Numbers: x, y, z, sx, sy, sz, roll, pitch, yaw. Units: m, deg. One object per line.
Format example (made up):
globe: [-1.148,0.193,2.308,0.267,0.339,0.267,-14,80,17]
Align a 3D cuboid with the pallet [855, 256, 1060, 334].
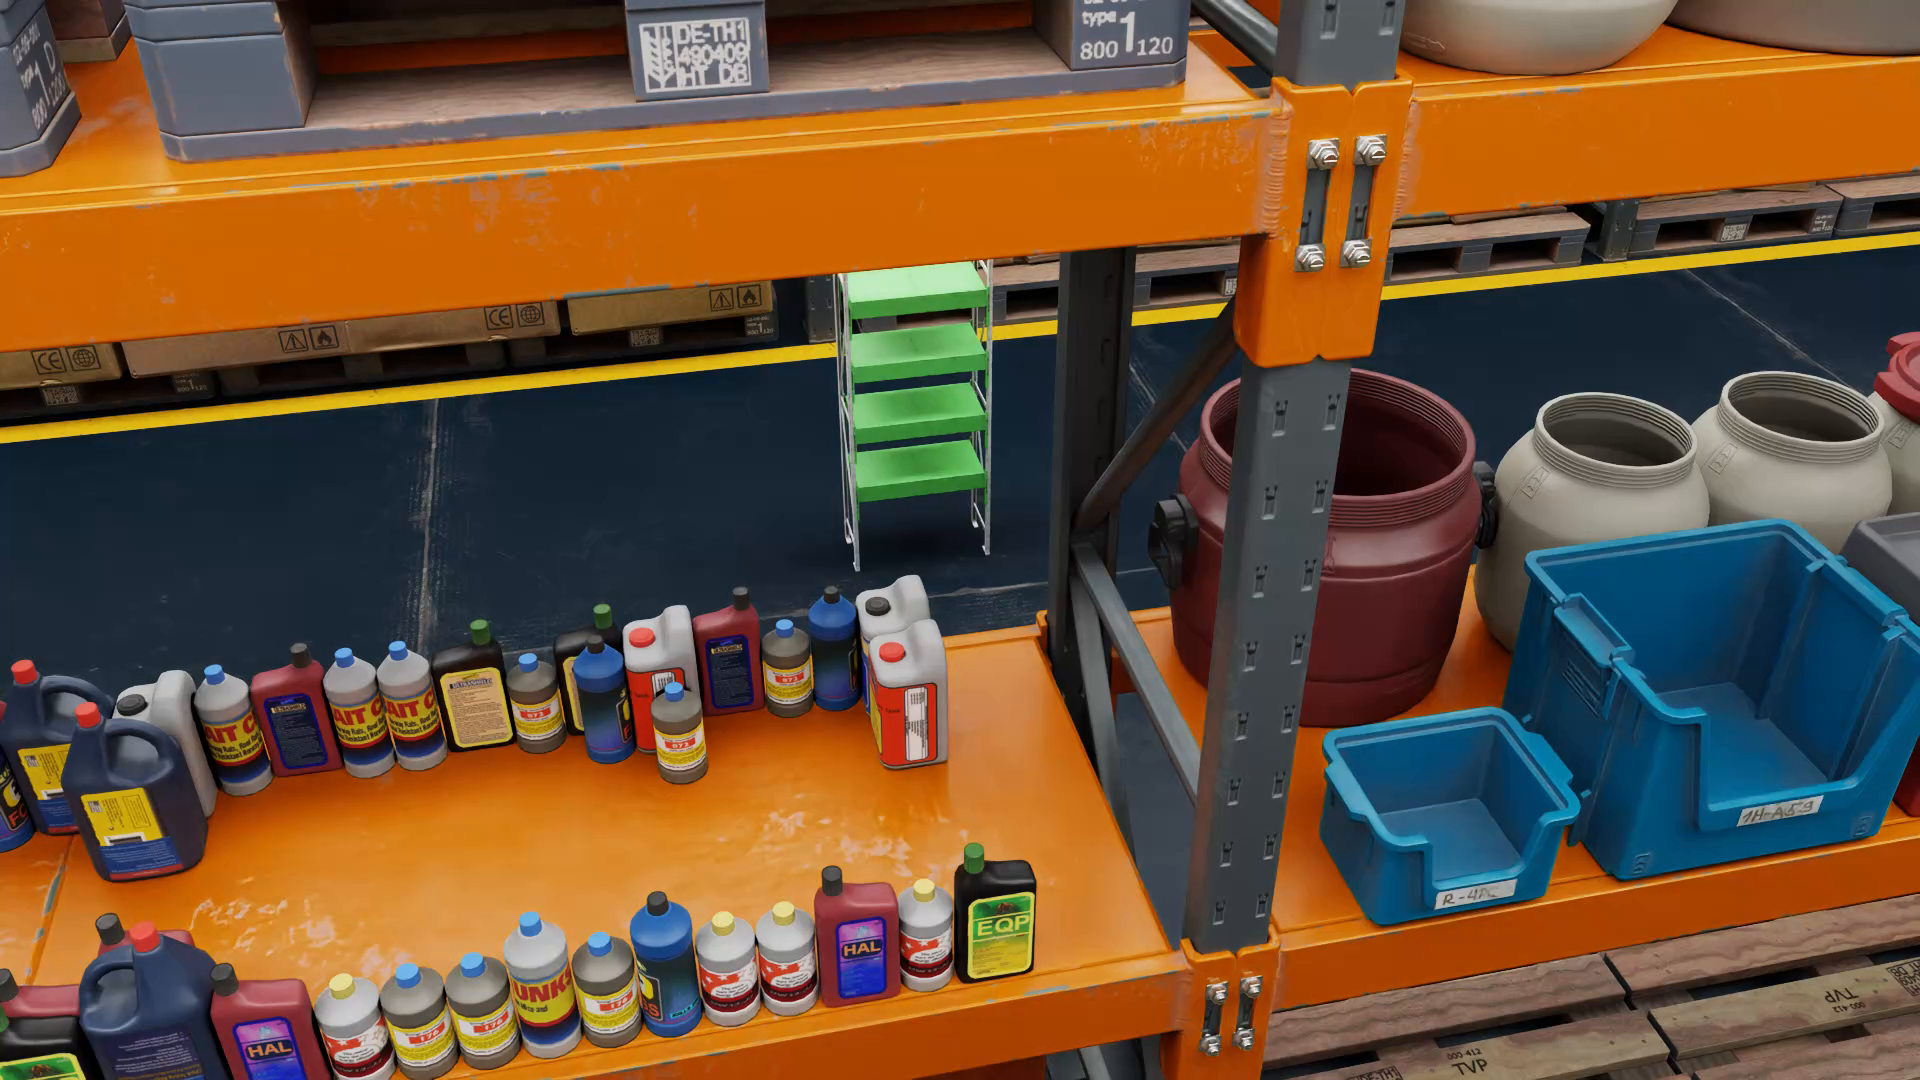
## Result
pallet: [0.028,-1.349,8.071,1.213,0.211,1.003,-7,35,-11]

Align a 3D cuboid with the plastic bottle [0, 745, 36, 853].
plastic bottle: [-1.774,0.437,3.023,0.097,0.271,0.097,0,34,0]

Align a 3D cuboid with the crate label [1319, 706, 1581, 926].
crate label: [0.852,0.502,2.961,0.416,0.233,0.303,-7,35,-11]

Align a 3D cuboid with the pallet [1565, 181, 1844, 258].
pallet: [3.814,-1.847,8.814,1.213,0.211,1.003,-7,35,-11]

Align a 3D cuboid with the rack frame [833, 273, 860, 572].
rack frame: [-0.399,-0.448,5.841,0.015,1.200,0.240,-7,35,-11]

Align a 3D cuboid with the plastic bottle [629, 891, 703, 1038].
plastic bottle: [-0.474,0.672,2.673,0.097,0.271,0.097,0,34,0]

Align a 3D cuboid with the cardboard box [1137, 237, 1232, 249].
cardboard box: [1.004,-1.798,8.086,0.500,0.500,0.700,-4,34,-7]

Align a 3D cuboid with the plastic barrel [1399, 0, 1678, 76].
plastic barrel: [0.729,-0.884,2.082,0.421,0.512,0.421,0,34,0]

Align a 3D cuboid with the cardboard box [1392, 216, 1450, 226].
cardboard box: [2.094,-1.936,8.292,0.500,0.500,0.700,-7,35,-11]

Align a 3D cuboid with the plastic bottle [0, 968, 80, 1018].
plastic bottle: [-1.381,0.757,2.535,0.133,0.283,0.061,-7,35,-11]

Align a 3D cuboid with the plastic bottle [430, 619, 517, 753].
plastic bottle: [-0.952,0.283,3.241,0.133,0.283,0.061,-7,35,-11]

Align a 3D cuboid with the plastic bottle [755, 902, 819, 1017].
plastic bottle: [-0.284,0.677,2.728,0.097,0.201,0.097,0,34,0]

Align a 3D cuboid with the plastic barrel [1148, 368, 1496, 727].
plastic barrel: [0.744,0.002,3.433,0.708,0.536,0.600,-7,35,-11]

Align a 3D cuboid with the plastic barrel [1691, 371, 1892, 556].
plastic barrel: [1.725,-0.061,3.548,0.421,0.512,0.421,0,34,0]

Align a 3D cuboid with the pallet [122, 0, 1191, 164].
pallet: [-0.409,-0.846,2.297,1.213,0.211,1.003,-7,35,-11]

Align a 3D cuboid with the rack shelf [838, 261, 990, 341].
rack shelf: [-0.161,-0.823,5.653,0.480,0.148,0.258,-7,35,-11]

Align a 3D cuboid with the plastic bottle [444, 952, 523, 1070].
plastic bottle: [-0.758,0.737,2.639,0.097,0.201,0.097,0,34,0]

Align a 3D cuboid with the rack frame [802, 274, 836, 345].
rack frame: [-0.734,-2.412,7.152,0.127,3.000,1.000,-7,35,-11]

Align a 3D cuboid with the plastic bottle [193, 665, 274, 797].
plastic bottle: [-1.381,0.352,3.148,0.097,0.271,0.097,0,34,0]

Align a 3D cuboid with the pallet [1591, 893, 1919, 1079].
pallet: [2.310,1.216,4.249,1.213,0.211,1.003,-7,35,-11]

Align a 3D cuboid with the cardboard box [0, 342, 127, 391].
cardboard box: [-4.016,-1.302,7.028,0.875,0.875,1.225,-7,35,-10]

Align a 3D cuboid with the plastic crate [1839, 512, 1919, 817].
plastic crate: [2.002,0.221,3.171,0.583,0.464,0.402,-7,35,-11]

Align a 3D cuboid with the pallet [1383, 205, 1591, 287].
pallet: [2.408,-1.649,8.518,1.213,0.211,1.003,-7,35,-11]

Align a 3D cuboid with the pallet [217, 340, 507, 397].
pallet: [-2.707,-1.050,7.625,1.213,0.211,1.003,-7,35,-11]

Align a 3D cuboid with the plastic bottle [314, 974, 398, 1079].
plastic bottle: [-0.948,0.761,2.603,0.097,0.201,0.097,0,34,0]

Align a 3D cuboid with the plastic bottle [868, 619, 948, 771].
plastic bottle: [-0.101,0.292,3.235,0.135,0.276,0.152,-7,35,-11]

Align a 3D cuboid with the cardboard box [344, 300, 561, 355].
cardboard box: [-2.283,-1.525,7.361,0.875,0.875,1.225,-7,35,-10]

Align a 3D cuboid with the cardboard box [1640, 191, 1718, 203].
cardboard box: [3.566,-2.067,8.505,0.500,0.500,0.500,-8,35,-12]

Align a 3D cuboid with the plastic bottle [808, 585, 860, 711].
plastic bottle: [-0.254,0.210,3.360,0.097,0.271,0.097,0,34,0]

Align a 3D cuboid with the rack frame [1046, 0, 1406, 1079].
rack frame: [0.358,0.280,3.141,0.127,3.000,1.000,-7,35,-11]

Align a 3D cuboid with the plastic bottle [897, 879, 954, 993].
plastic bottle: [-0.059,0.648,2.770,0.097,0.201,0.097,0,34,0]

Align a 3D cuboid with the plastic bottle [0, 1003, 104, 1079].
plastic bottle: [-1.367,0.790,2.486,0.133,0.283,0.061,-7,35,-11]

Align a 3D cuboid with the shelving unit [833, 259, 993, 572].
shelving unit: [-0.161,-0.478,5.885,0.503,1.200,0.258,-7,35,-11]

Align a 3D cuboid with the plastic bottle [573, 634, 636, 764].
plastic bottle: [-0.692,0.300,3.226,0.097,0.271,0.097,0,34,0]

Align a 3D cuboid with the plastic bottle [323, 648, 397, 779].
plastic bottle: [-1.156,0.324,3.191,0.097,0.271,0.097,0,34,0]

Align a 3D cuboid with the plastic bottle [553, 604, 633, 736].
plastic bottle: [-0.727,0.255,3.283,0.133,0.283,0.061,-7,35,-11]

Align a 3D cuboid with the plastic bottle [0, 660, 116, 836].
plastic bottle: [-1.644,0.366,3.057,0.185,0.351,0.144,-7,35,-11]

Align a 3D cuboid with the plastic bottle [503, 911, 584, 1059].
plastic bottle: [-0.664,0.696,2.637,0.097,0.271,0.097,0,34,0]

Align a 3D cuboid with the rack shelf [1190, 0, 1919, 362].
rack shelf: [2.309,-0.913,2.872,4.000,0.370,1.077,-7,35,-11]

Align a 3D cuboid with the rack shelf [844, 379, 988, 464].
rack shelf: [-0.161,-0.425,5.921,0.480,0.148,0.258,-7,35,-11]

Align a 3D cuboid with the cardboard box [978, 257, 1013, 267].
cardboard box: [-0.085,-1.650,7.865,0.500,0.500,0.700,-9,35,-13]

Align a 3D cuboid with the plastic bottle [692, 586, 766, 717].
plastic bottle: [-0.466,0.222,3.332,0.133,0.283,0.061,-7,35,-11]

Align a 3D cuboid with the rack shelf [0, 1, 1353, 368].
rack shelf: [-1.592,-0.421,2.139,4.000,0.370,1.077,-7,35,-11]
